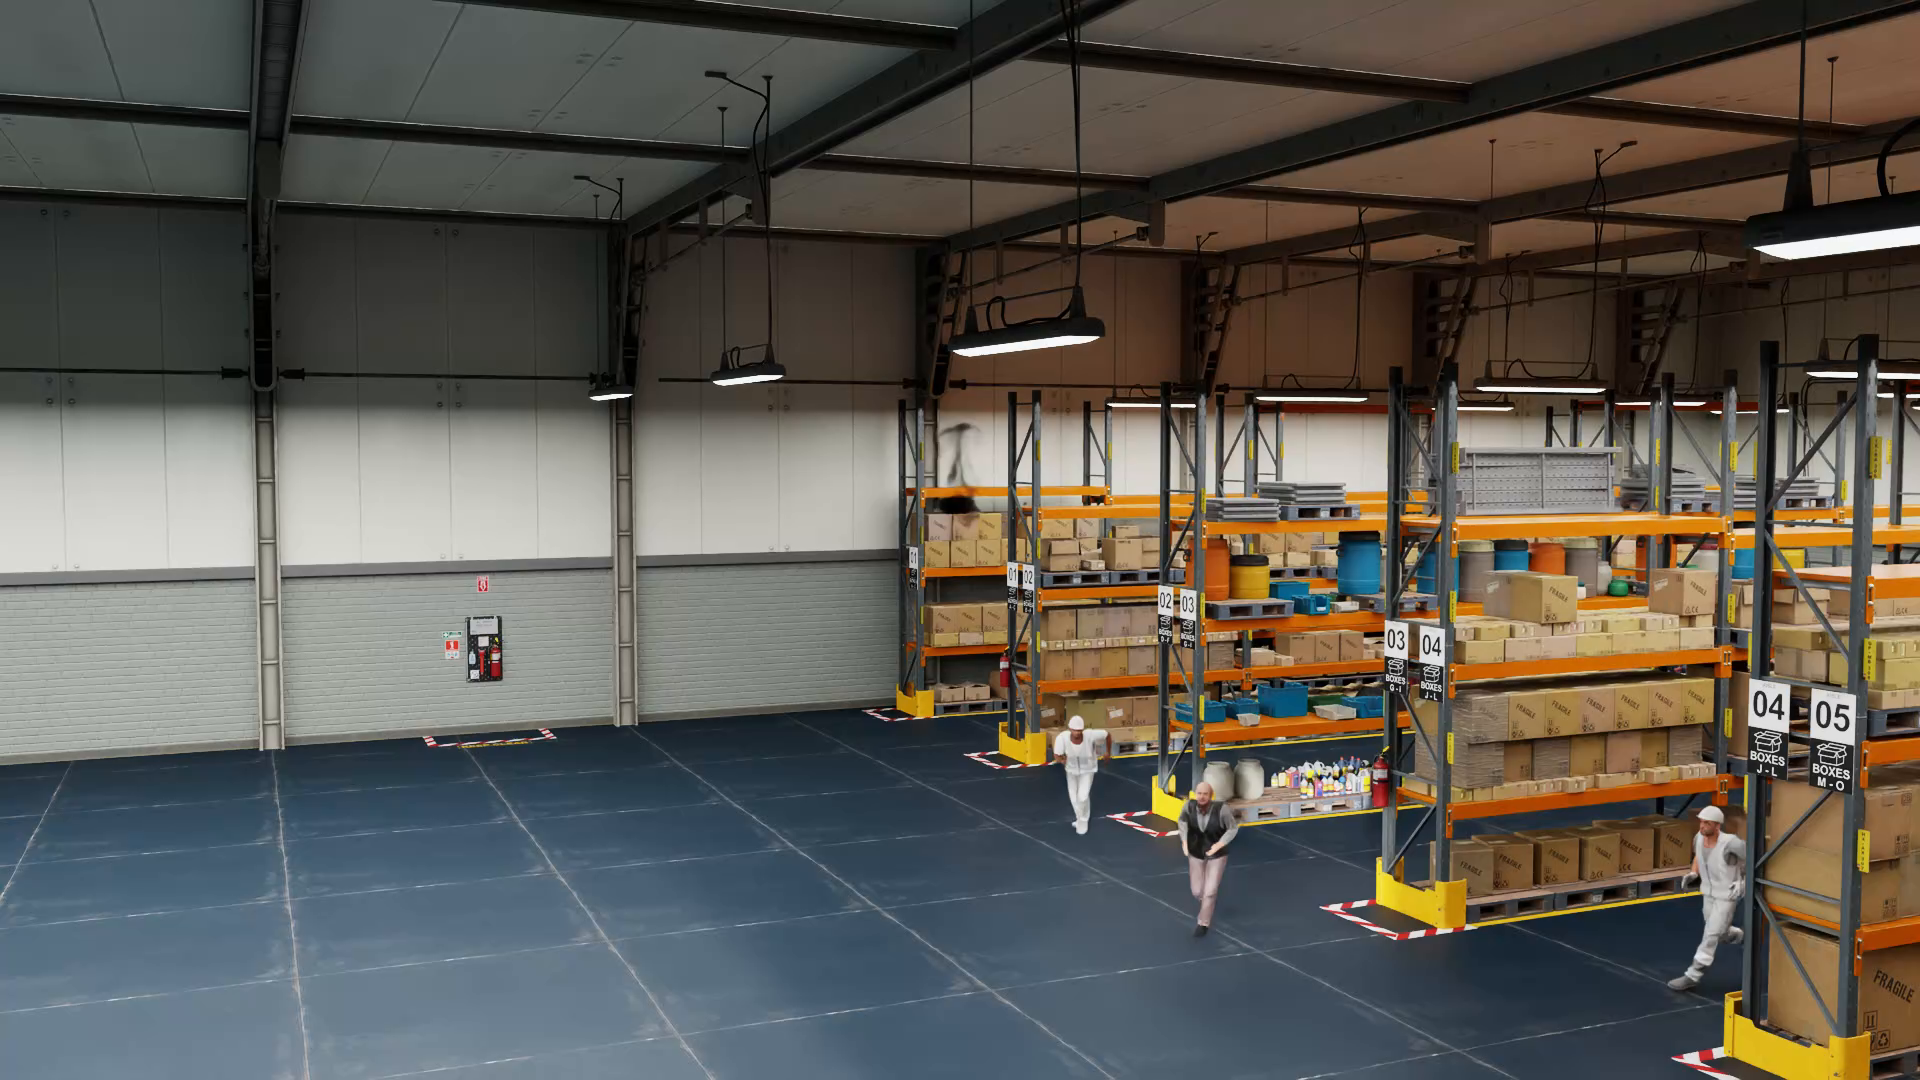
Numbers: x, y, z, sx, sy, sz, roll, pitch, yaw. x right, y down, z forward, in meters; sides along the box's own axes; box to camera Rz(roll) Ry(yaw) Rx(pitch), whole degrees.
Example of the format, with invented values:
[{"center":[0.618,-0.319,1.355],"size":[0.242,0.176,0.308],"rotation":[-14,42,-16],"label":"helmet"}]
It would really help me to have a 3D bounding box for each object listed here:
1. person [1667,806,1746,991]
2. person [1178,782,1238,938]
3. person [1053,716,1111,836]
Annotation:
[{"center":[7.219,3.360,15.698],"size":[1.076,1.737,0.684],"rotation":[-2,4,-26],"label":"person"},{"center":[2.615,3.332,17.536],"size":[0.653,1.658,0.771],"rotation":[1,3,16],"label":"person"},{"center":[1.606,3.078,21.821],"size":[0.734,1.632,0.931],"rotation":[1,3,13],"label":"person"}]
